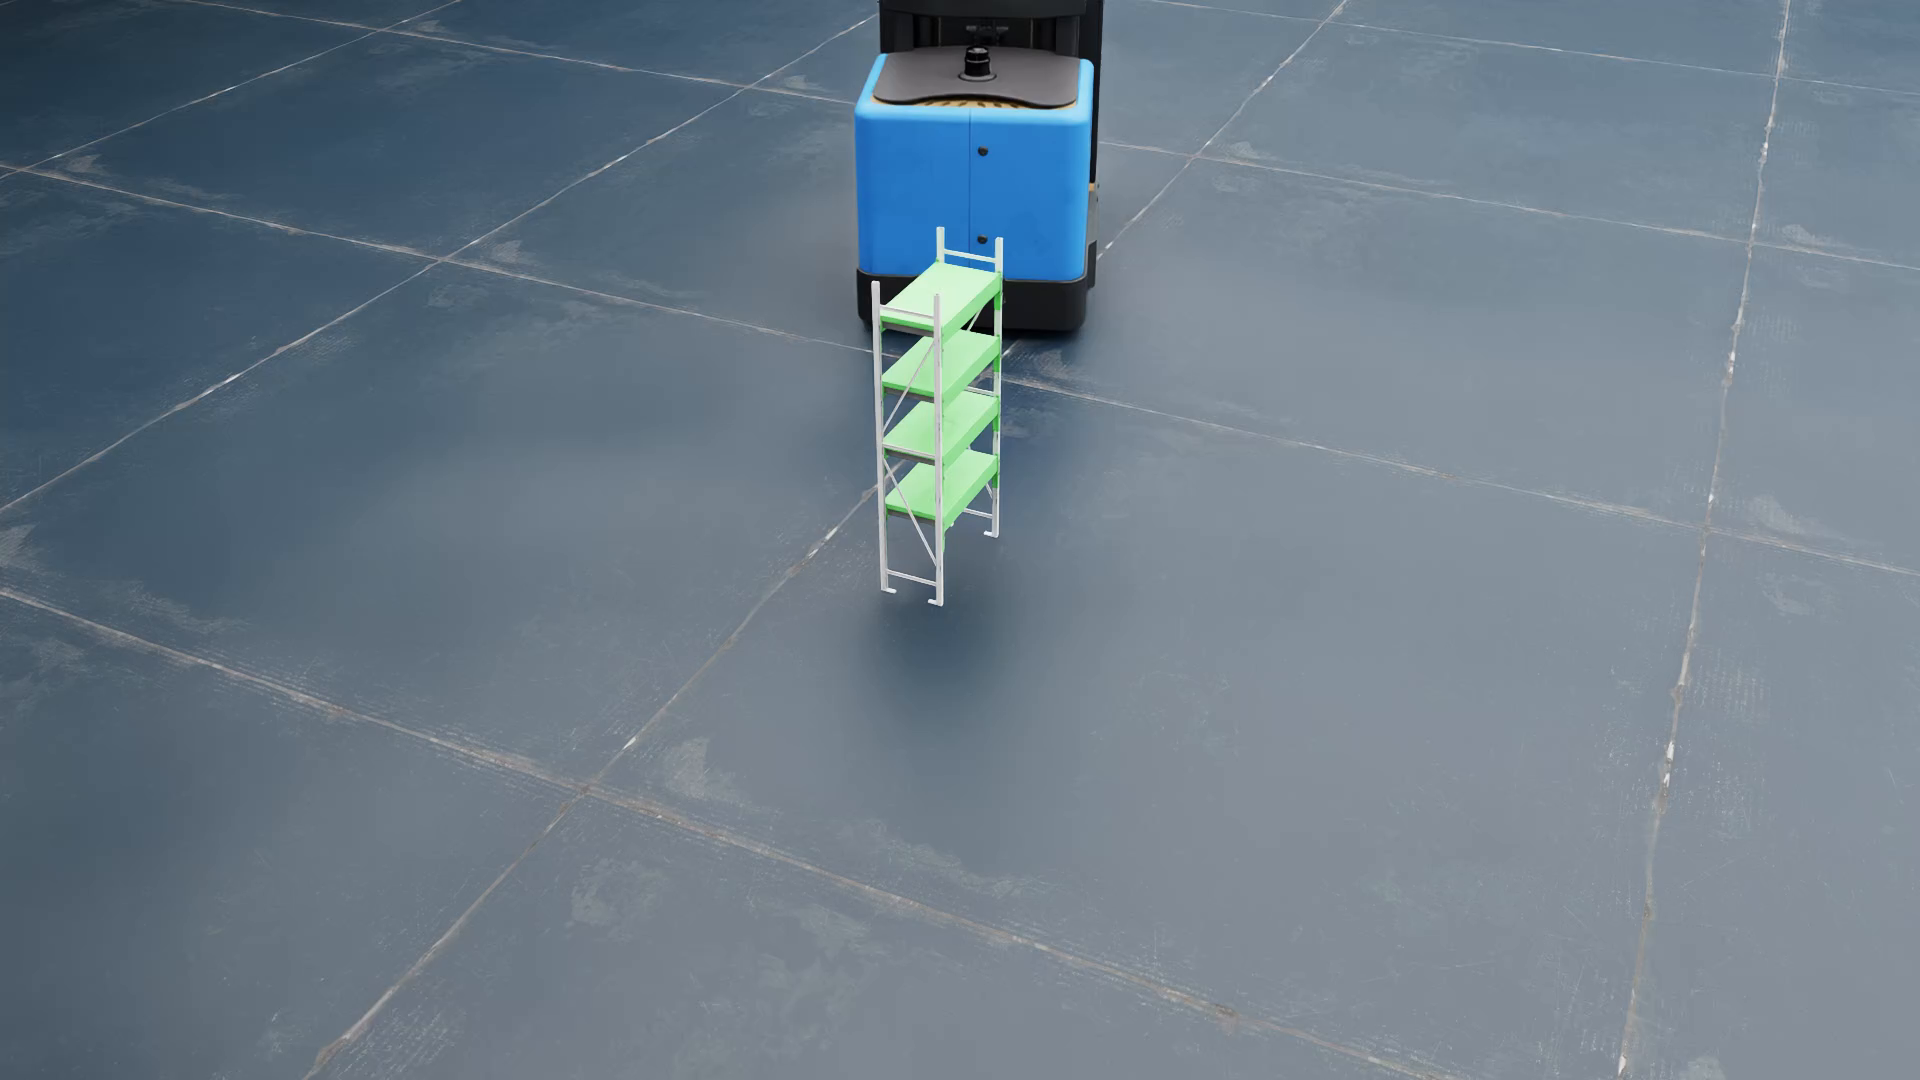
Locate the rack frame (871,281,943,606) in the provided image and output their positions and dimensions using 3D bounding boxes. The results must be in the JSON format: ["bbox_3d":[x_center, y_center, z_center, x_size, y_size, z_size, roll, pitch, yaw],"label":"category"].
[{"bbox_3d":[-0.171,-0.298,5.610,0.240,1.200,0.015,14,36,20],"label":"rack frame"}]

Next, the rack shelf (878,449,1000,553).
[{"bbox_3d":[-0.069,-0.165,5.962,0.258,0.148,0.480,14,36,20],"label":"rack shelf"}]

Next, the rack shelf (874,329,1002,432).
[{"bbox_3d":[-0.069,-0.567,5.699,0.258,0.148,0.480,14,36,20],"label":"rack shelf"}]

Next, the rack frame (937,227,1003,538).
[{"bbox_3d":[0.033,-0.541,5.981,0.240,1.200,0.015,14,36,20],"label":"rack frame"}]

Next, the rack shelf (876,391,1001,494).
[{"bbox_3d":[-0.069,-0.366,5.830,0.258,0.148,0.480,14,36,20],"label":"rack shelf"}]

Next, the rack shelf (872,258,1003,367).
[{"bbox_3d":[-0.069,-0.767,5.567,0.258,0.148,0.480,14,36,20],"label":"rack shelf"}]

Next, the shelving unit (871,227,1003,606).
[{"bbox_3d":[-0.069,-0.419,5.795,0.258,1.200,0.503,14,36,20],"label":"shelving unit"}]

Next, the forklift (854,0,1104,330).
[{"bbox_3d":[0.174,-2.967,8.102,1.130,2.935,3.031,3,33,4],"label":"forklift"}]
